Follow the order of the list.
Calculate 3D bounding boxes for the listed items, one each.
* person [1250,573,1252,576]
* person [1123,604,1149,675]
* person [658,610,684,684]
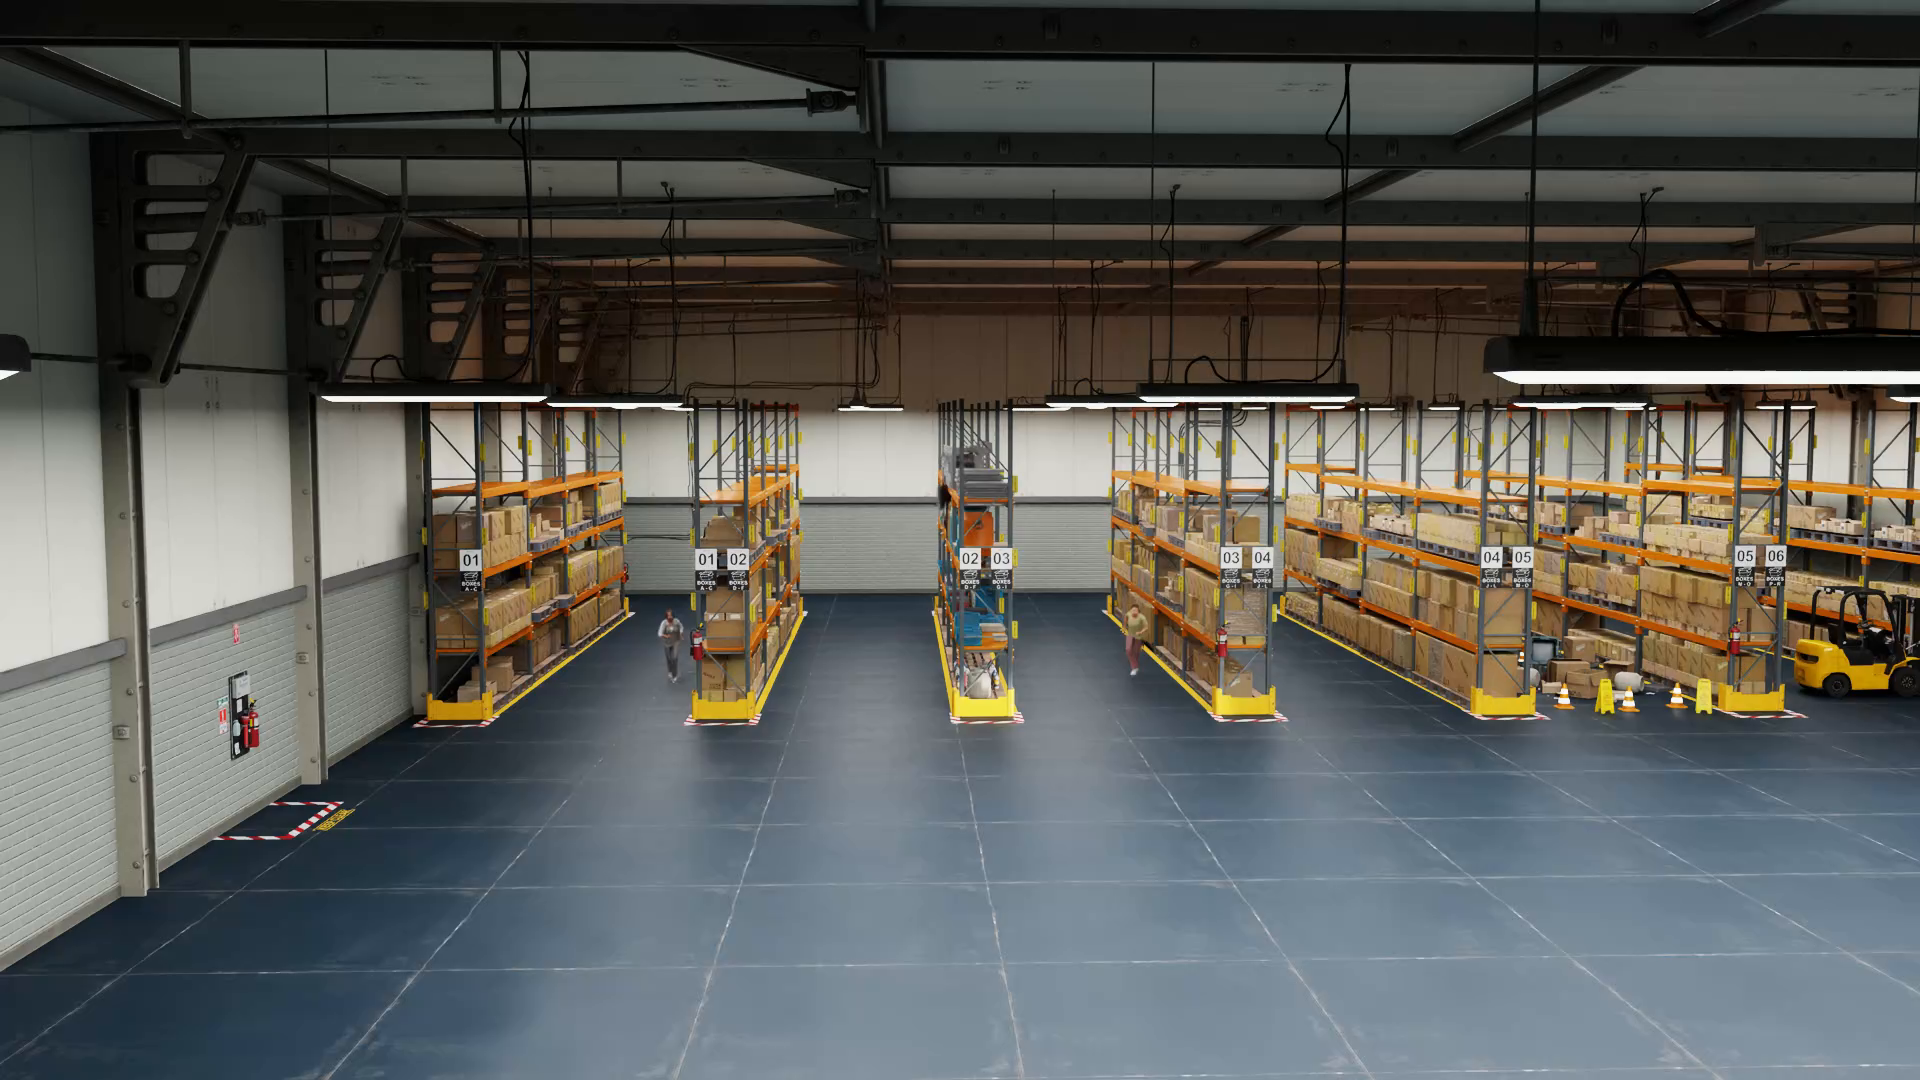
[{"bbox_3d":[8.217,1.421,45.661,0.592,1.730,0.896,1,4,7],"label":"person"},{"bbox_3d":[3.753,2.070,35.442,0.575,1.519,1.017,1,4,14],"label":"person"},{"bbox_3d":[-6.153,2.245,35.482,0.533,1.566,0.905,-1,4,-7],"label":"person"}]
